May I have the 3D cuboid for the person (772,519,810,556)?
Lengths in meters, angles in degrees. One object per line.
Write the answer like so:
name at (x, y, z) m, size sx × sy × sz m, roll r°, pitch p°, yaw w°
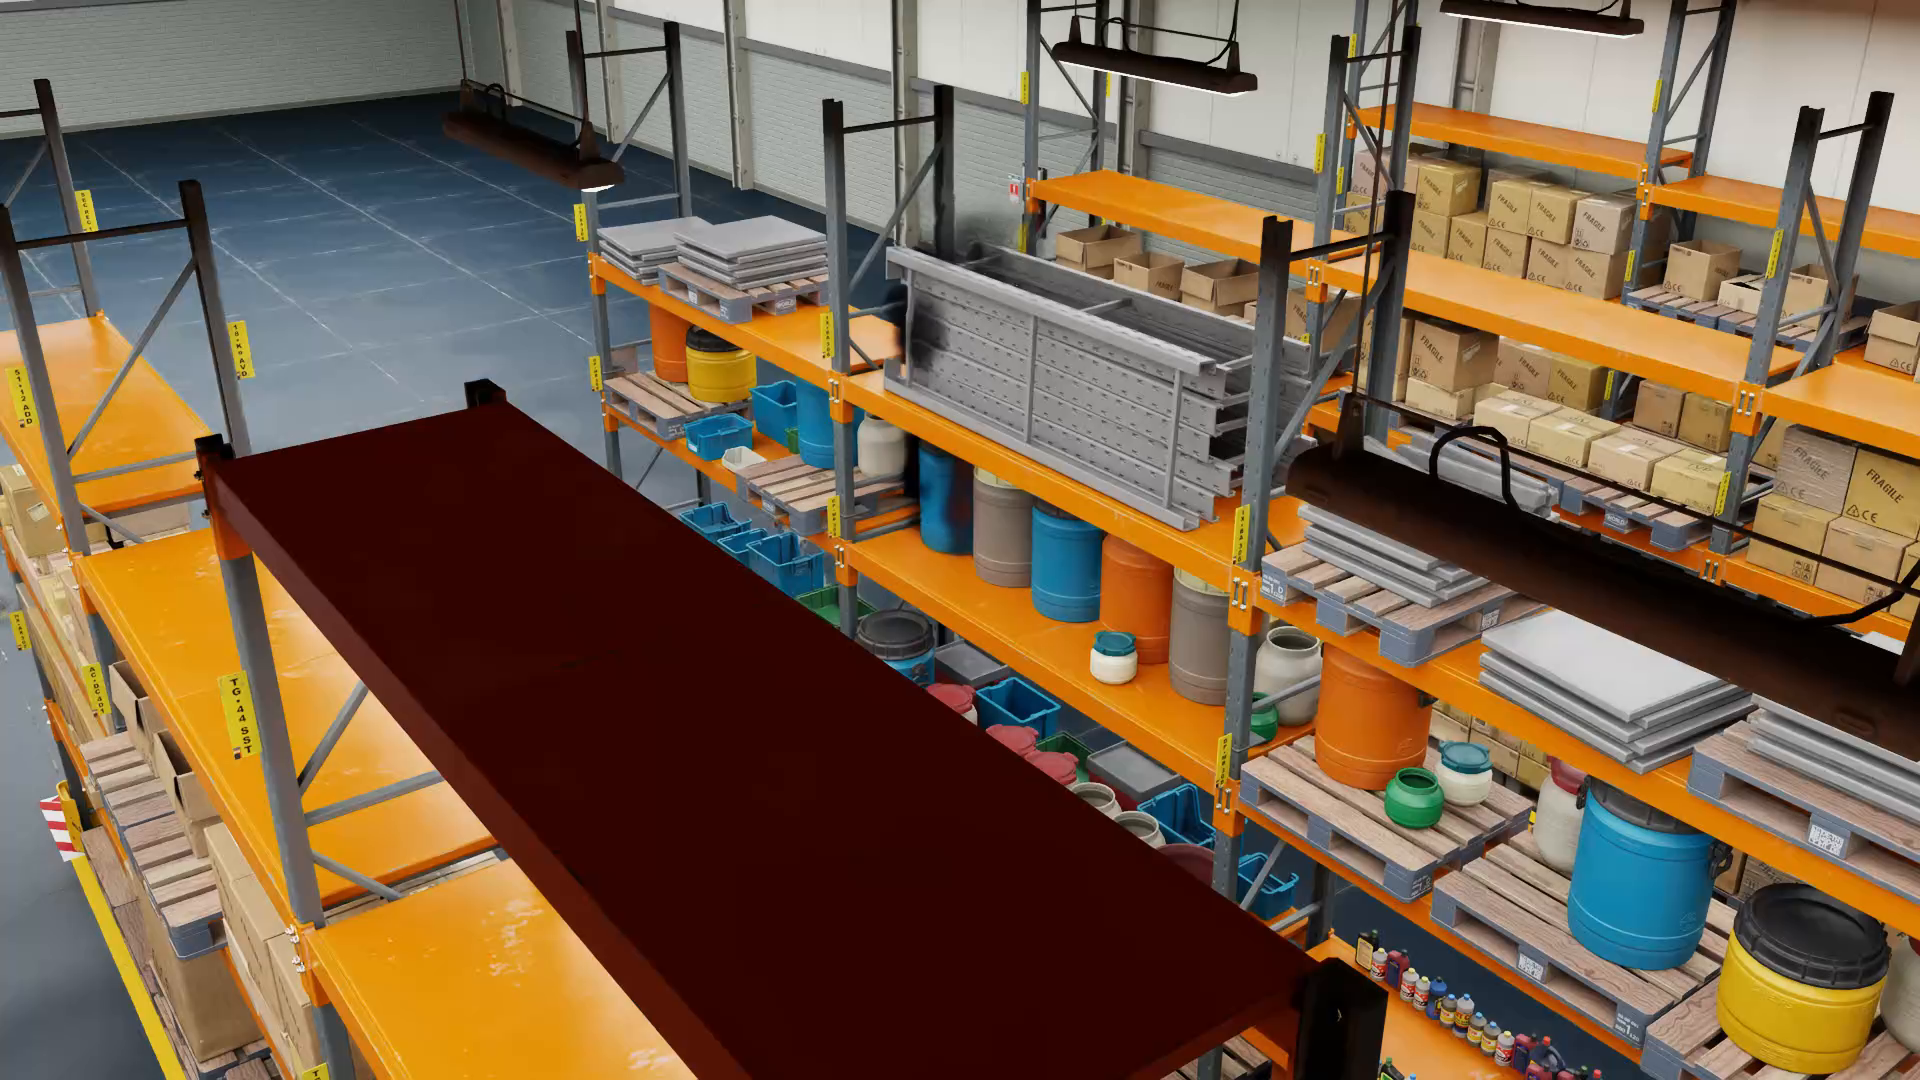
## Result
person at (-1.676, -0.036, 17.099) m, size 0.575 × 1.674 × 0.668 m, roll -21°, pitch 32°, yaw -38°
